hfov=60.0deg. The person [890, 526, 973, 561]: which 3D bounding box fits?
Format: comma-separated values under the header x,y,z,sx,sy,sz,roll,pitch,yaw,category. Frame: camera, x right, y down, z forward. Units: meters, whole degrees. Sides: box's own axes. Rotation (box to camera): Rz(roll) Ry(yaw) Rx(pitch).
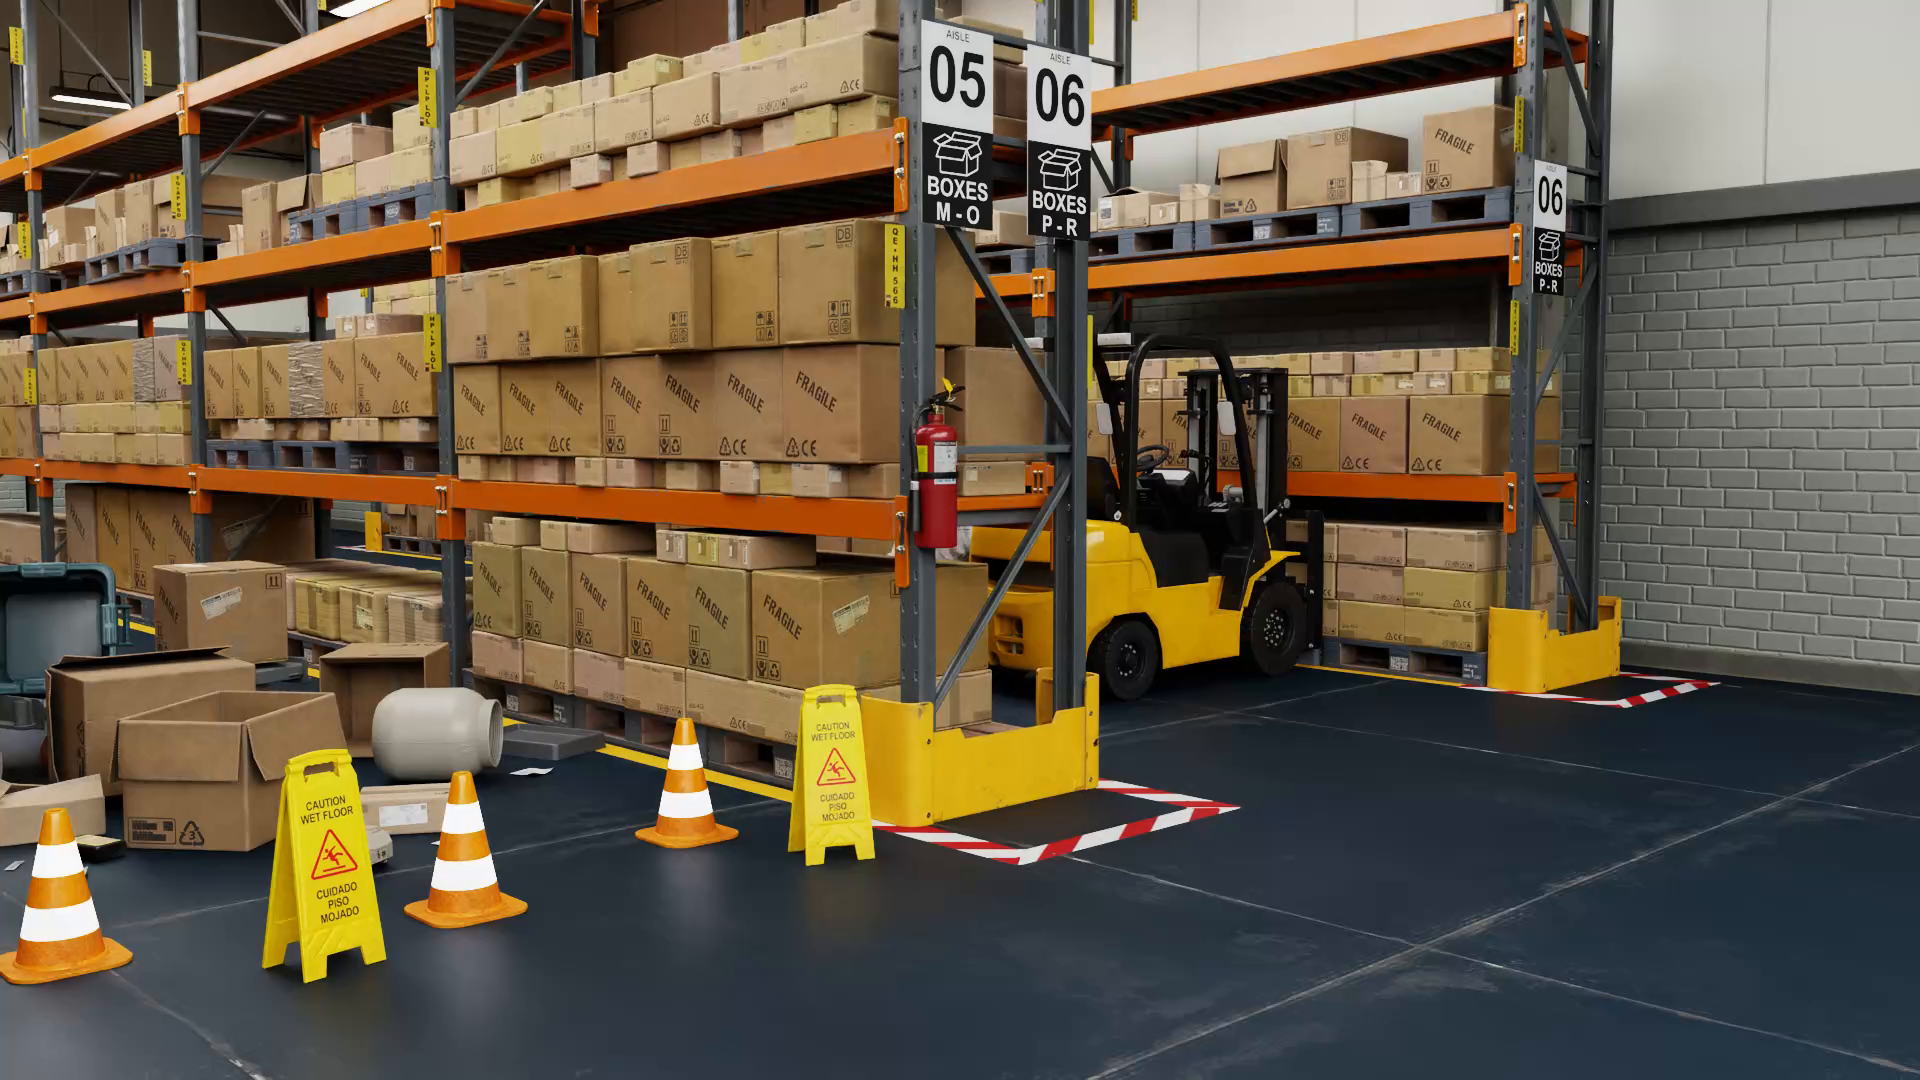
x,y,z,sx,sy,sz,roll,pitch,yaw,category
-0.124,0.242,11.633,0.916,1.150,0.577,-4,5,-44,person
